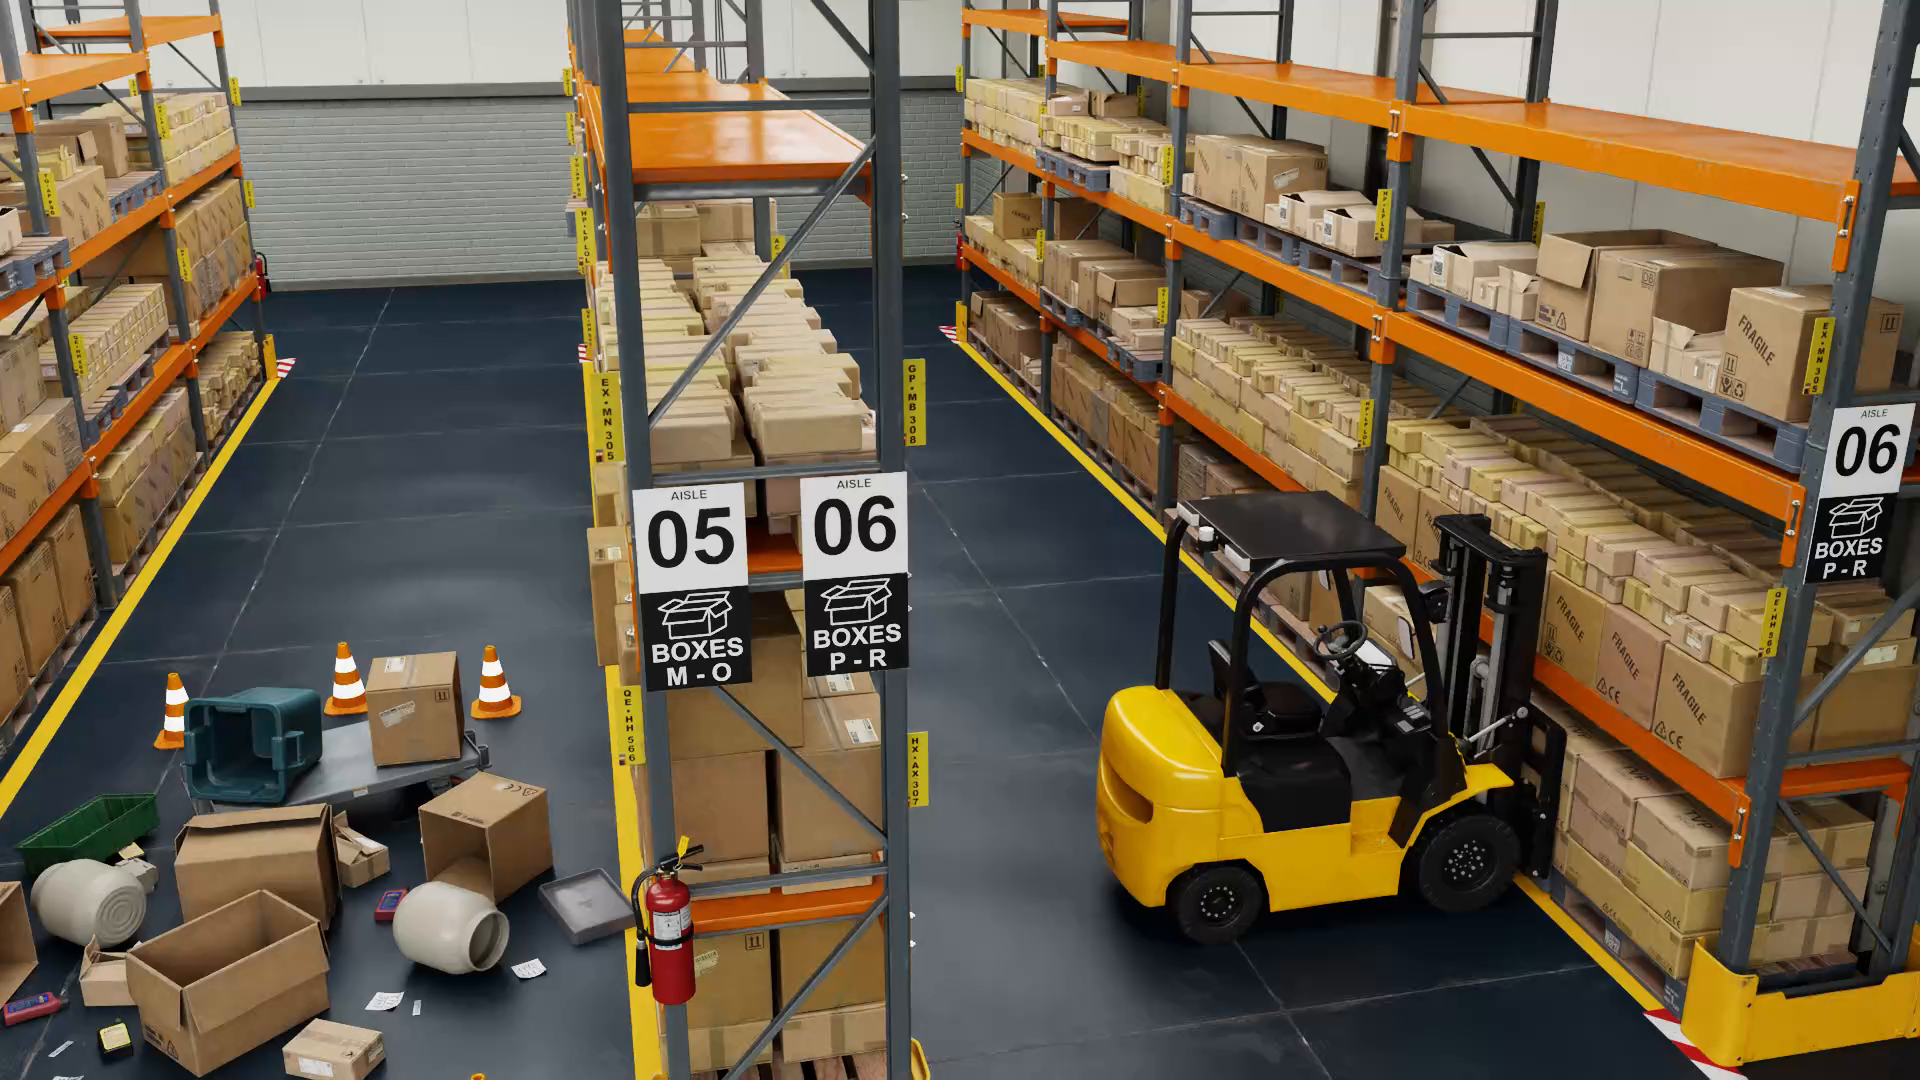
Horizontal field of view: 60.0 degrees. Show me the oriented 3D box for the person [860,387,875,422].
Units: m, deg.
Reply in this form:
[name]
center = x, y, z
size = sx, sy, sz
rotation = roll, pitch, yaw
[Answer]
[person]
center = -0.877, -0.486, 13.721
size = 0.595, 1.764, 0.435
rotation = -6, 20, -16
